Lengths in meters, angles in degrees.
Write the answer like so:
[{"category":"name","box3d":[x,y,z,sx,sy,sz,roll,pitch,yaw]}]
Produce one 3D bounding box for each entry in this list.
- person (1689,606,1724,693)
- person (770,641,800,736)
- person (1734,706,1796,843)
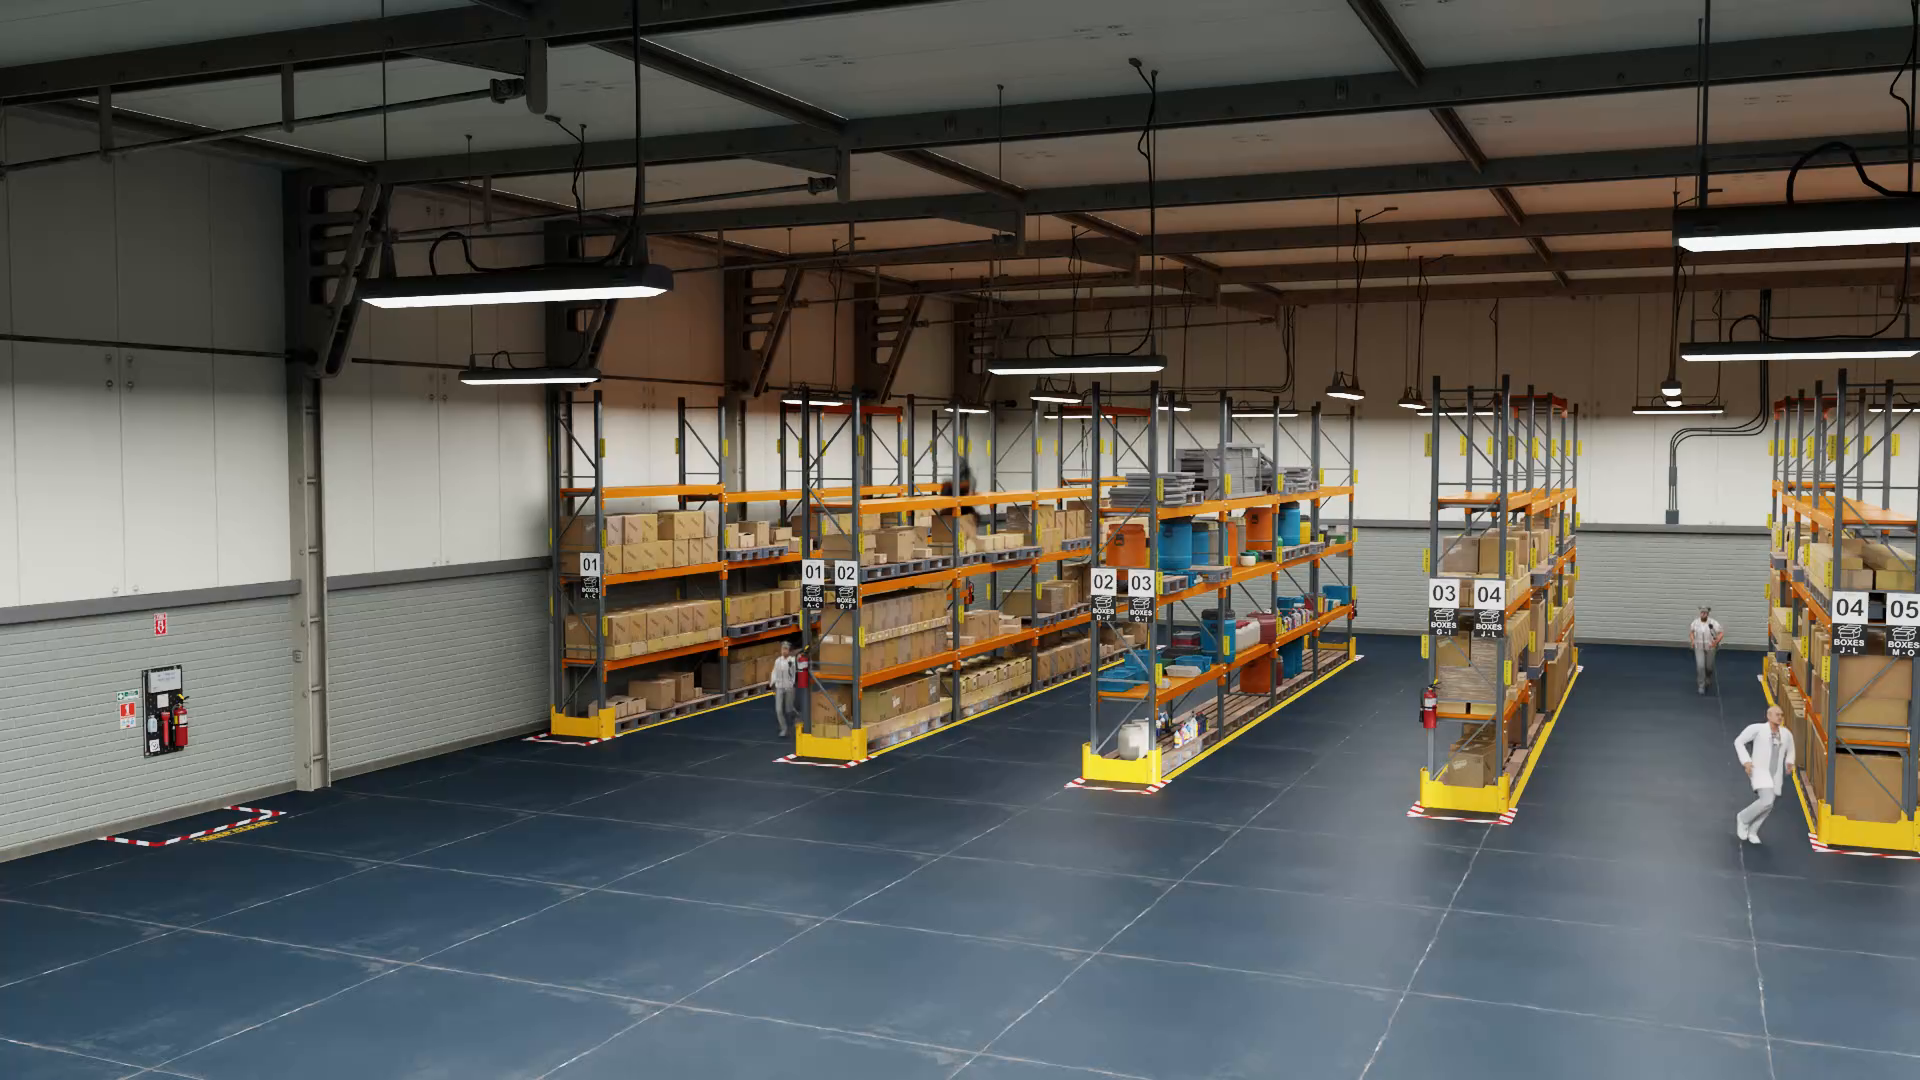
[{"category":"person","box3d":[15.380,2.238,34.279,0.661,1.805,0.791,2,4,31]},{"category":"person","box3d":[-3.024,2.575,28.969,0.615,1.647,0.568,1,3,17]},{"category":"person","box3d":[10.262,2.974,21.059,0.687,1.732,0.589,0,3,-8]}]
